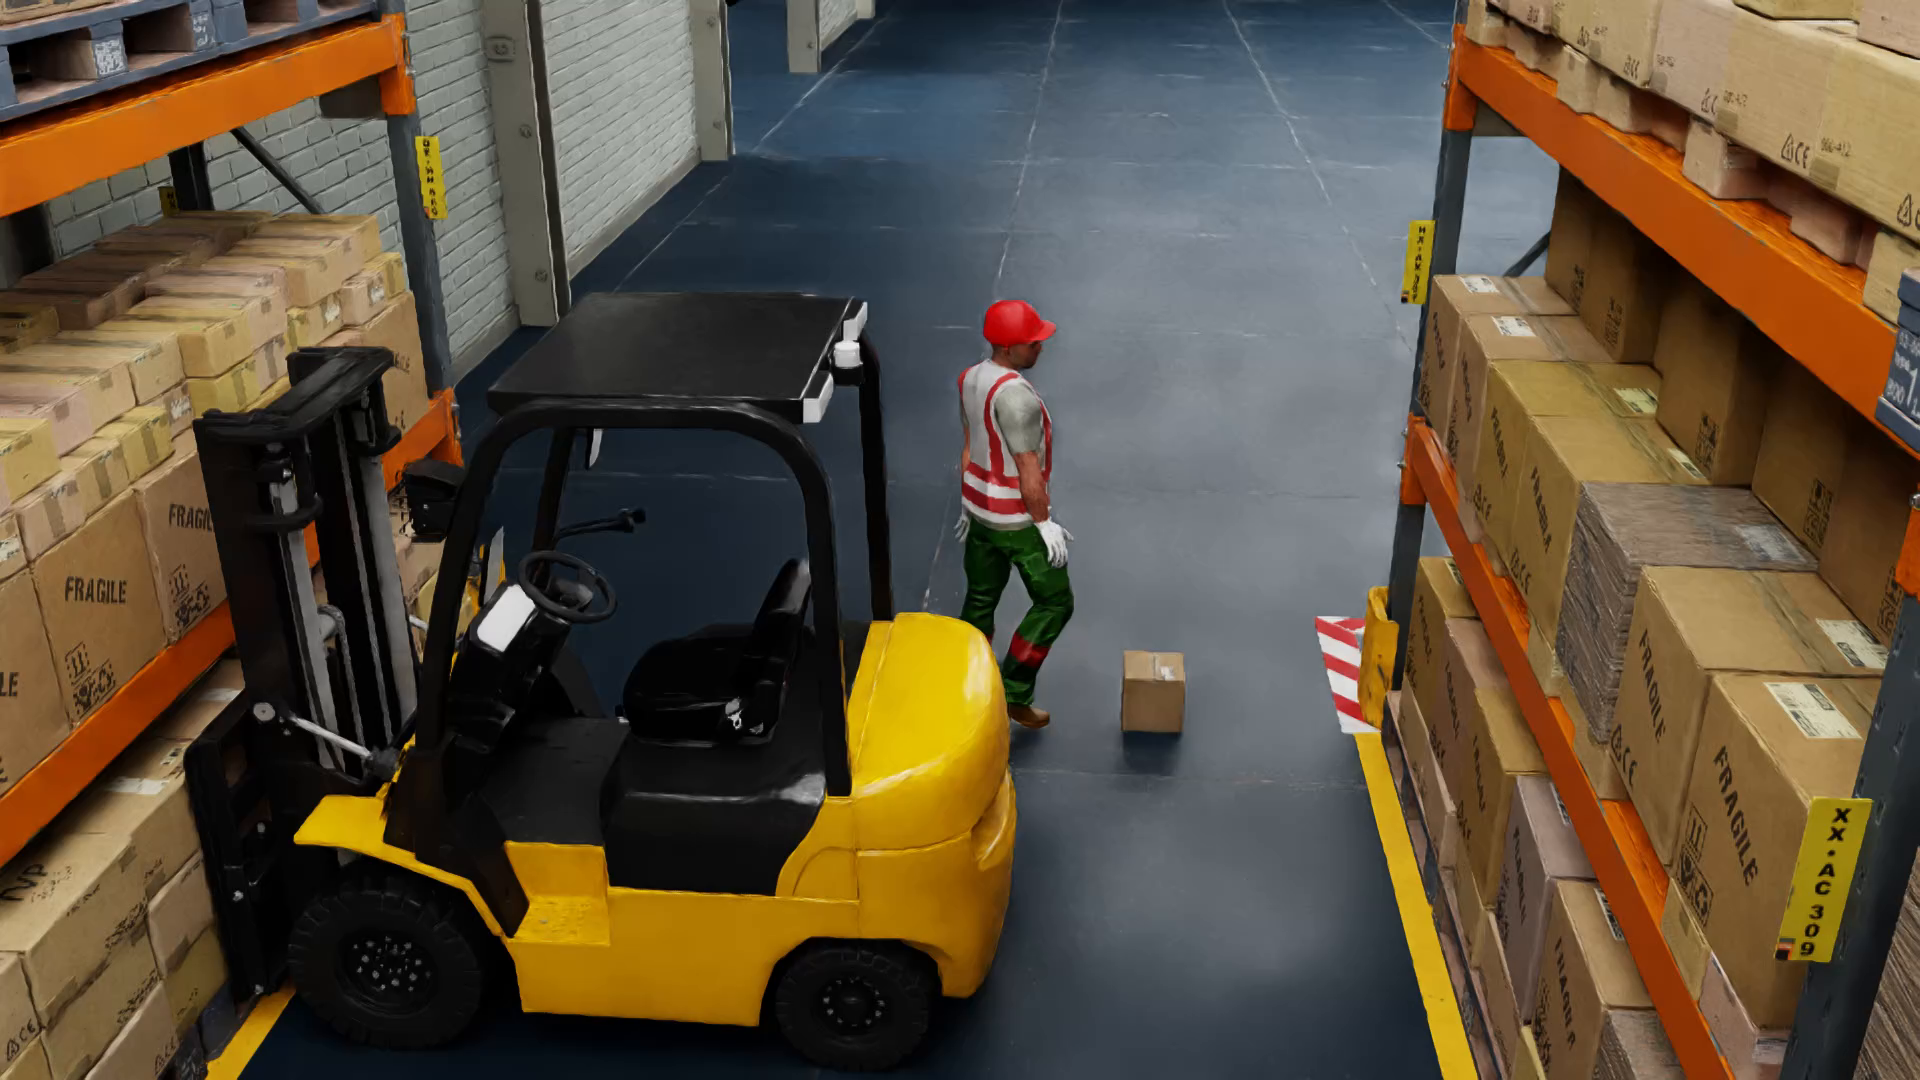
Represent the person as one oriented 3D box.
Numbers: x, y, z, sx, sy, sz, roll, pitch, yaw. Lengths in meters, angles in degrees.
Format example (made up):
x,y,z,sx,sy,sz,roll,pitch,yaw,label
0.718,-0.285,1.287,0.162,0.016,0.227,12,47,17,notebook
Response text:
x,y,z,sx,sy,sz,roll,pitch,yaw,label
0.209,-0.094,6.704,0.373,1.789,0.617,-12,27,-24,person
